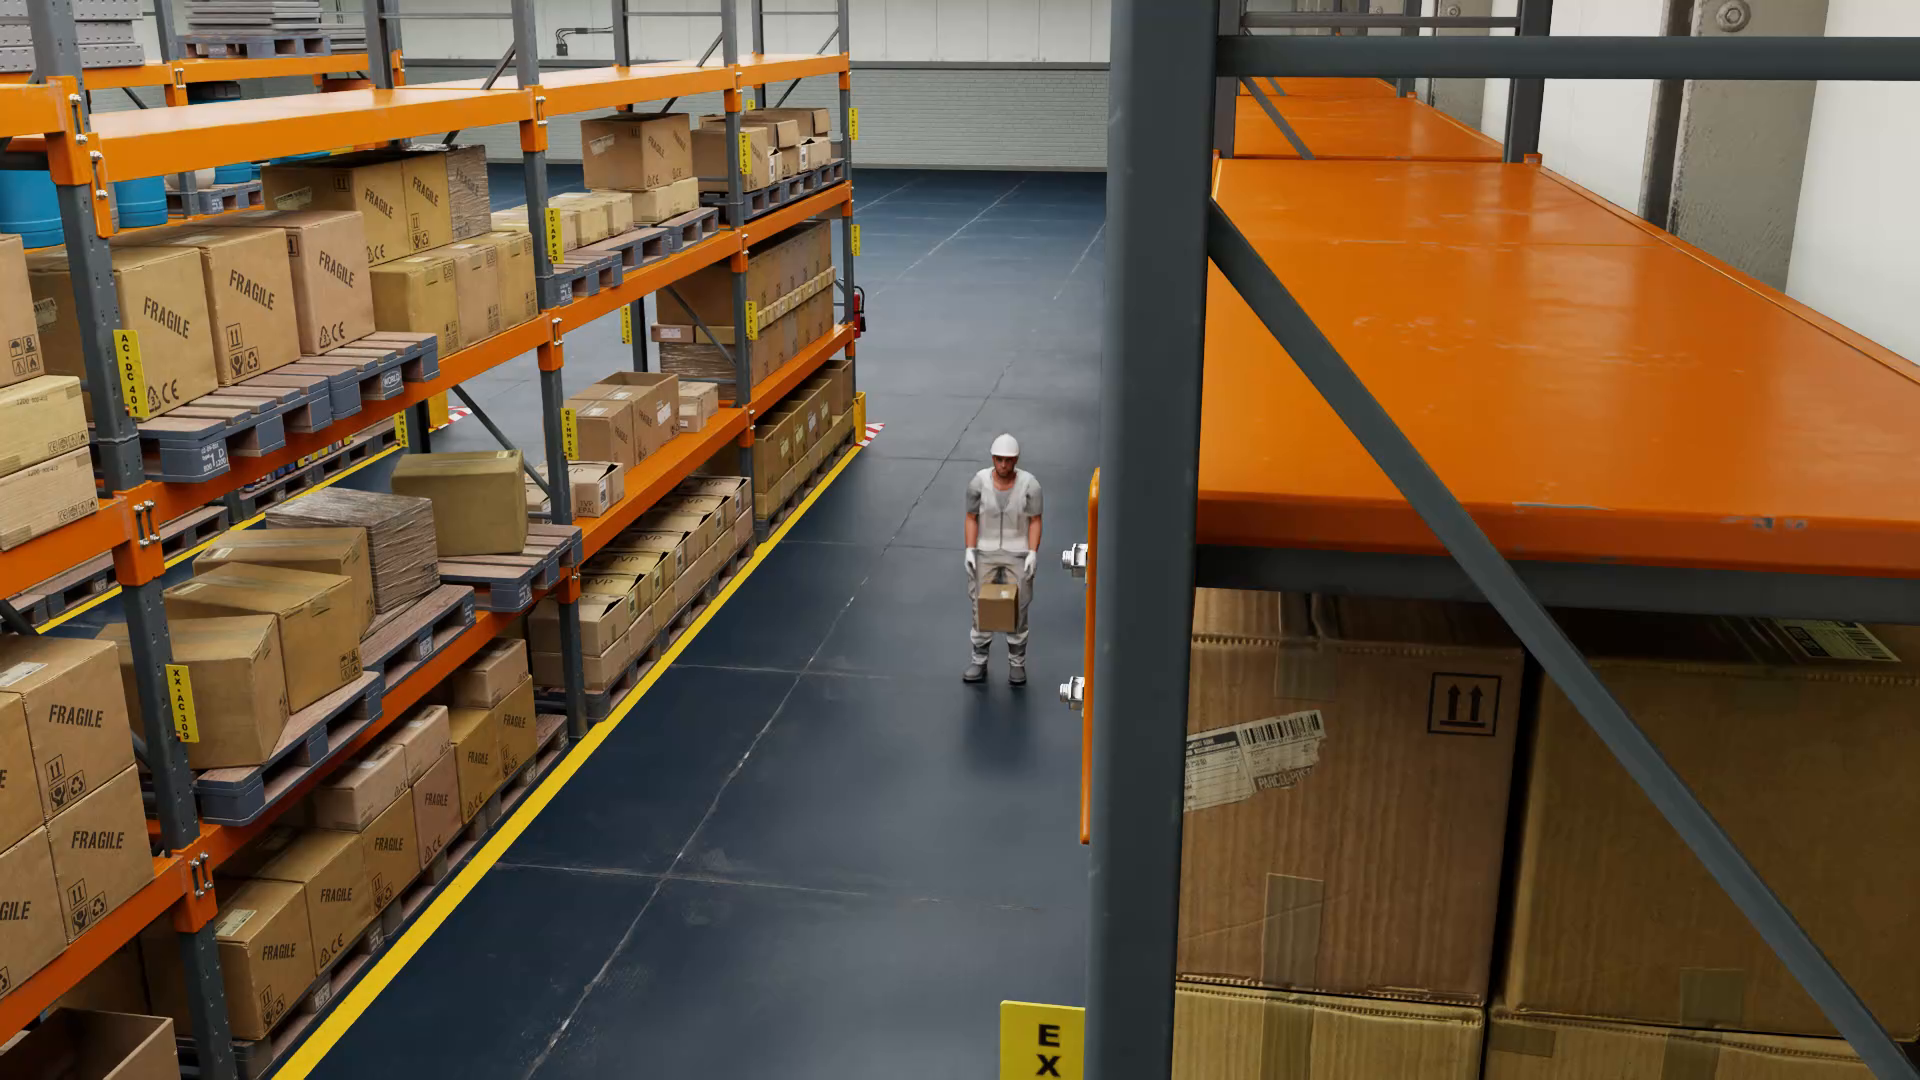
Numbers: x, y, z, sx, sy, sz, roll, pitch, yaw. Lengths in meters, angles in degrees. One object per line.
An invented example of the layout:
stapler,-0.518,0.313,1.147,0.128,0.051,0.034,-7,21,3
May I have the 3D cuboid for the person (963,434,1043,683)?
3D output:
person,0.302,0.118,11.645,0.547,1.787,0.404,2,18,7
